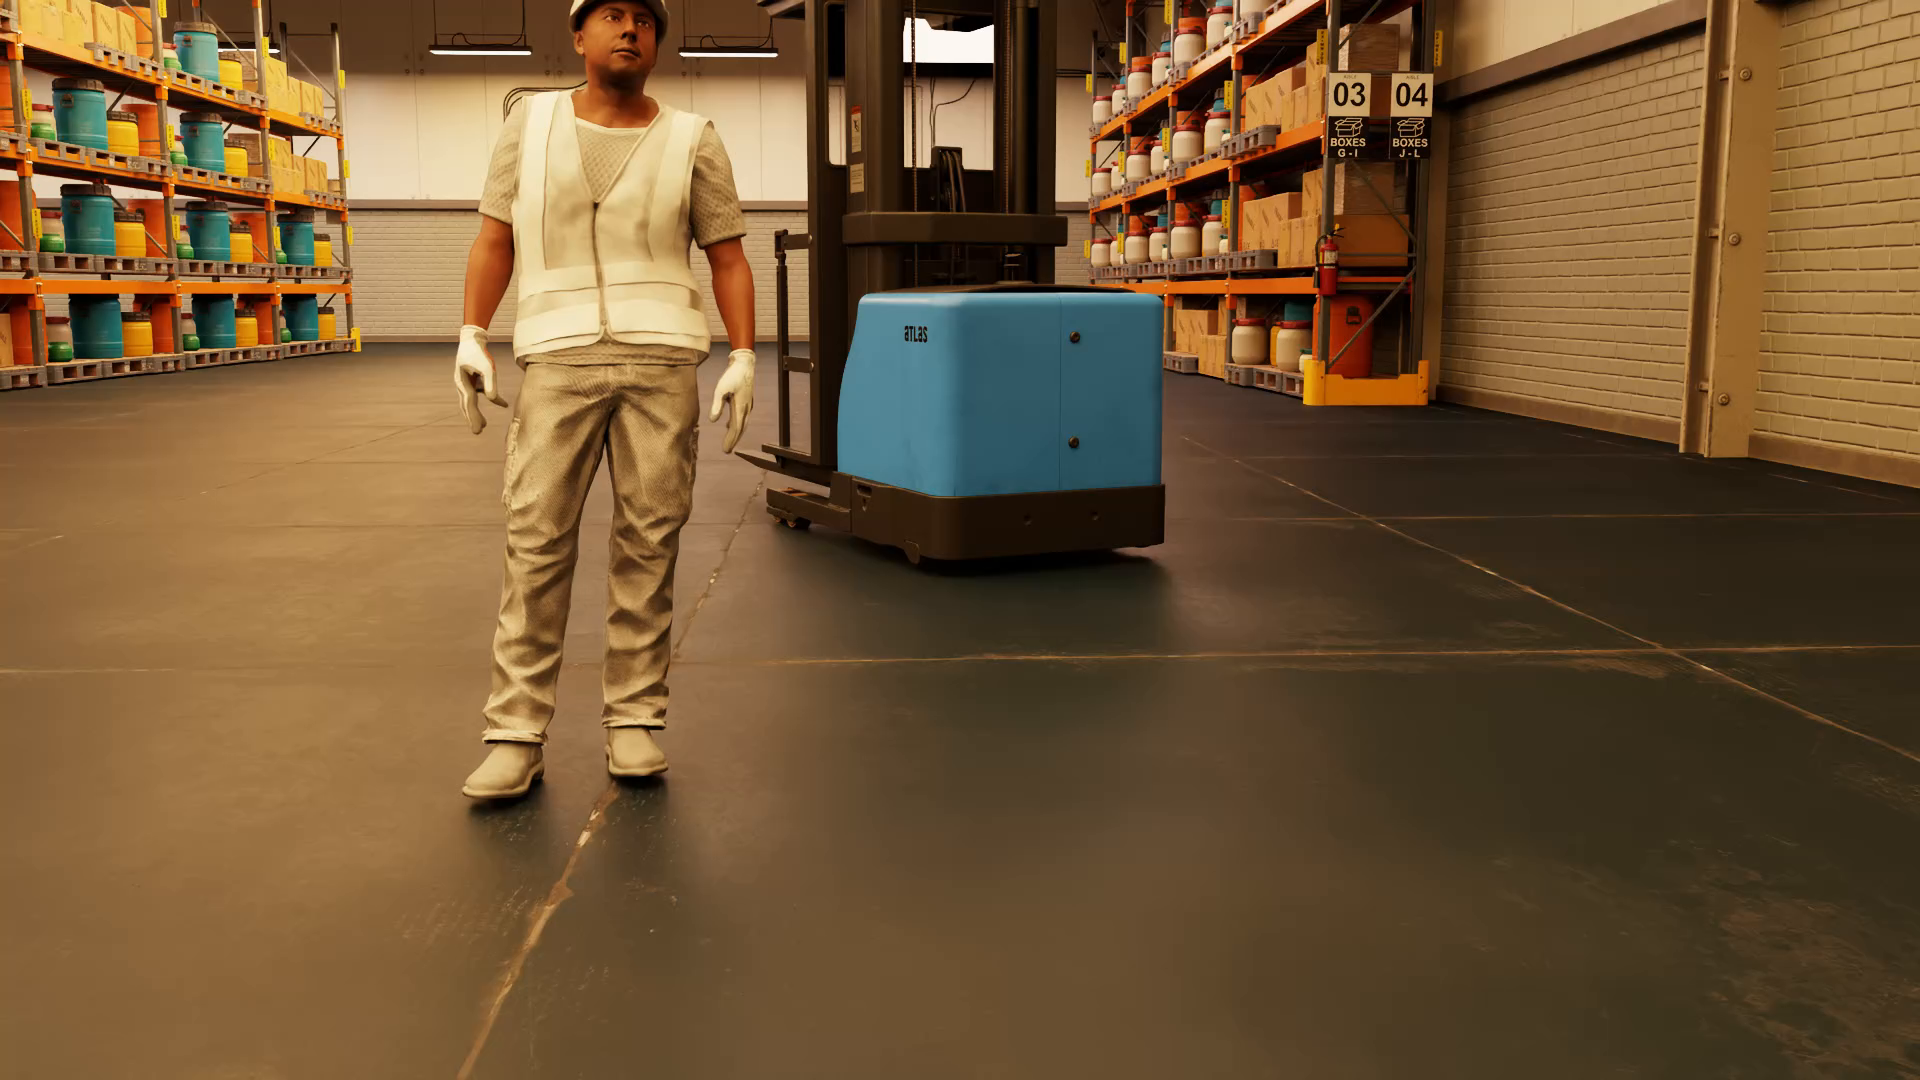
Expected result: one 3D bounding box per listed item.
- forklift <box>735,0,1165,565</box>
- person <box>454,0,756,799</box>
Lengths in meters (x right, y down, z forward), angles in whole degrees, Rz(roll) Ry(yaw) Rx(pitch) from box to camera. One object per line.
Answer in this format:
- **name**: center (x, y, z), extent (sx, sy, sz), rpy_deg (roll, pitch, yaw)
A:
- **forklift**: center (-0.264, -1.530, 7.637), extent (1.130, 2.935, 3.031), rpy_deg (-4, 9, -25)
- **person**: center (-0.774, -0.365, 3.648), extent (0.656, 1.781, 0.577), rpy_deg (-1, 9, -9)
